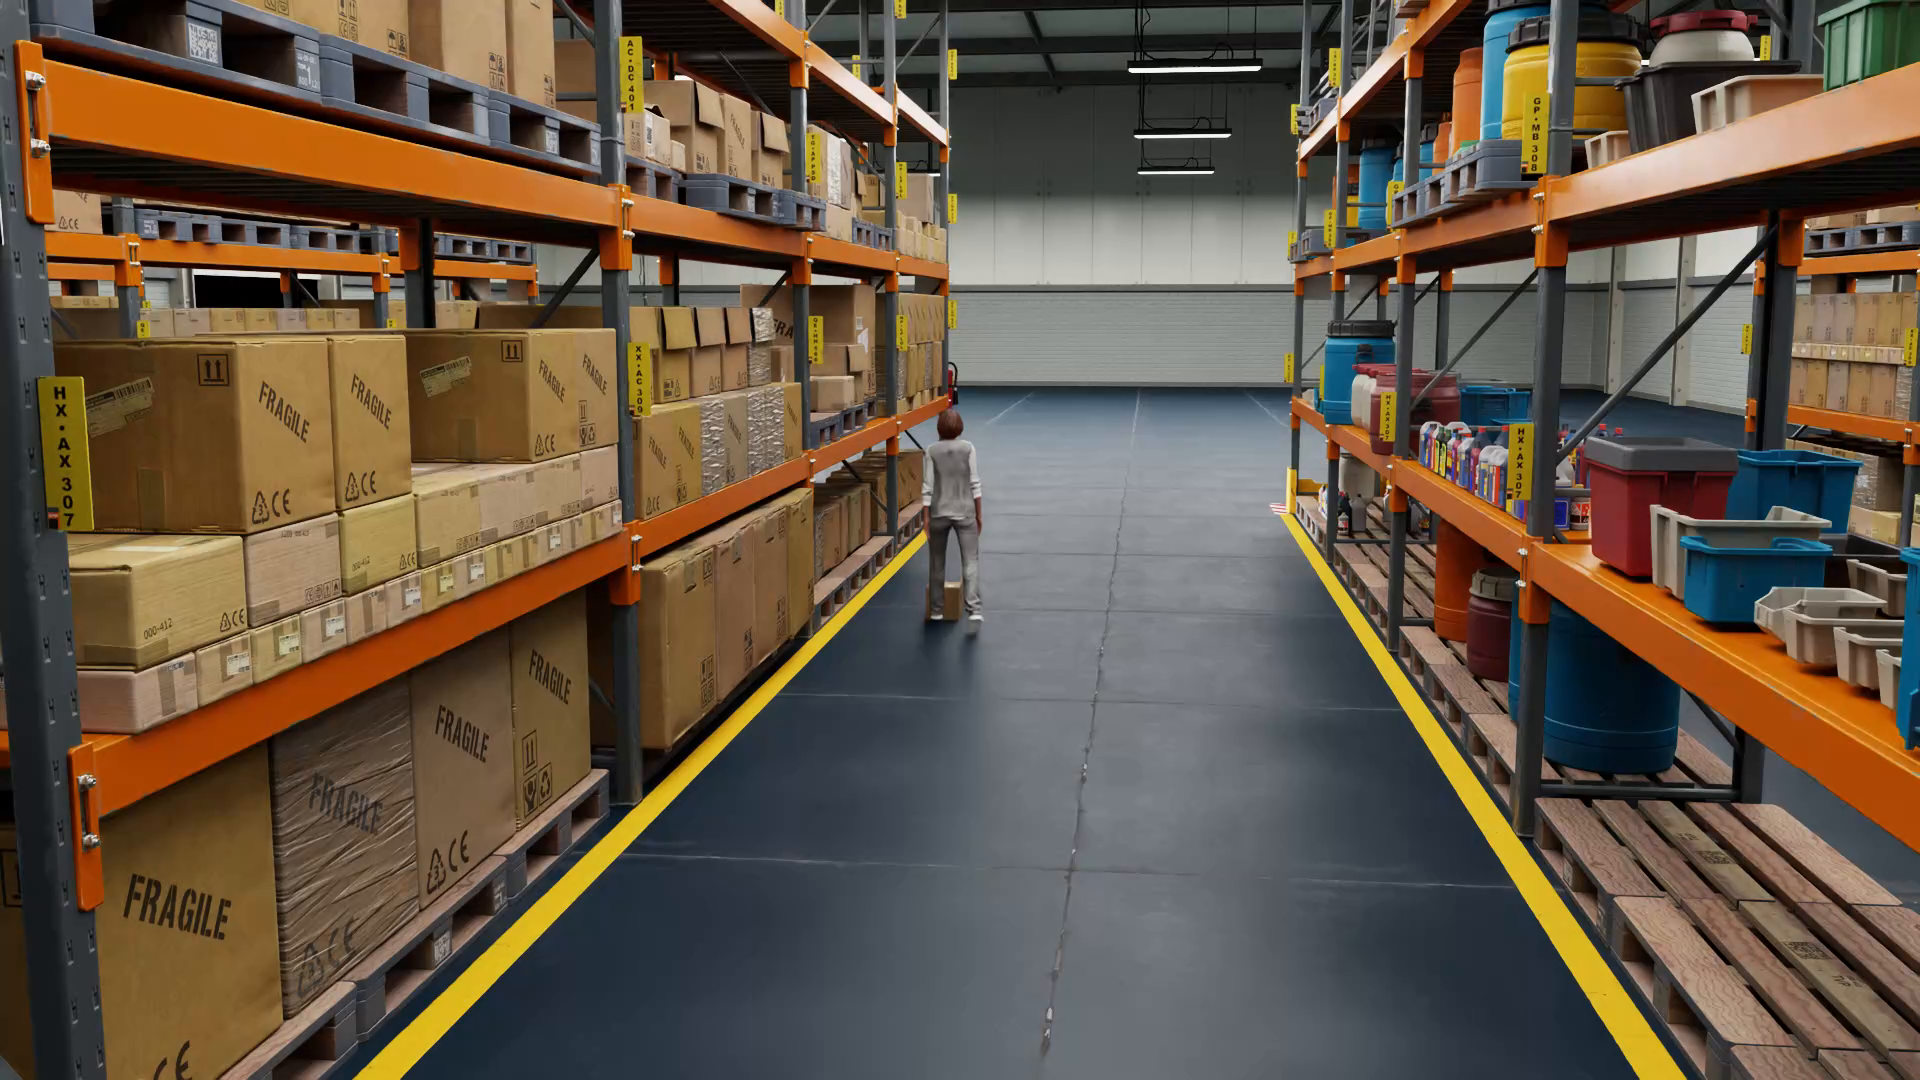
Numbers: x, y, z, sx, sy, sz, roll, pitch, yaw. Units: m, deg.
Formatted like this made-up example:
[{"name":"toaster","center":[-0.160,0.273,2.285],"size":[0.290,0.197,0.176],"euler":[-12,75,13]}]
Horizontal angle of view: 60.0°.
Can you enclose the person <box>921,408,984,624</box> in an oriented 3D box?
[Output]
[{"name":"person","center":[-0.052,-0.169,12.006],"size":[0.450,1.567,0.807],"euler":[0,8,1]}]
